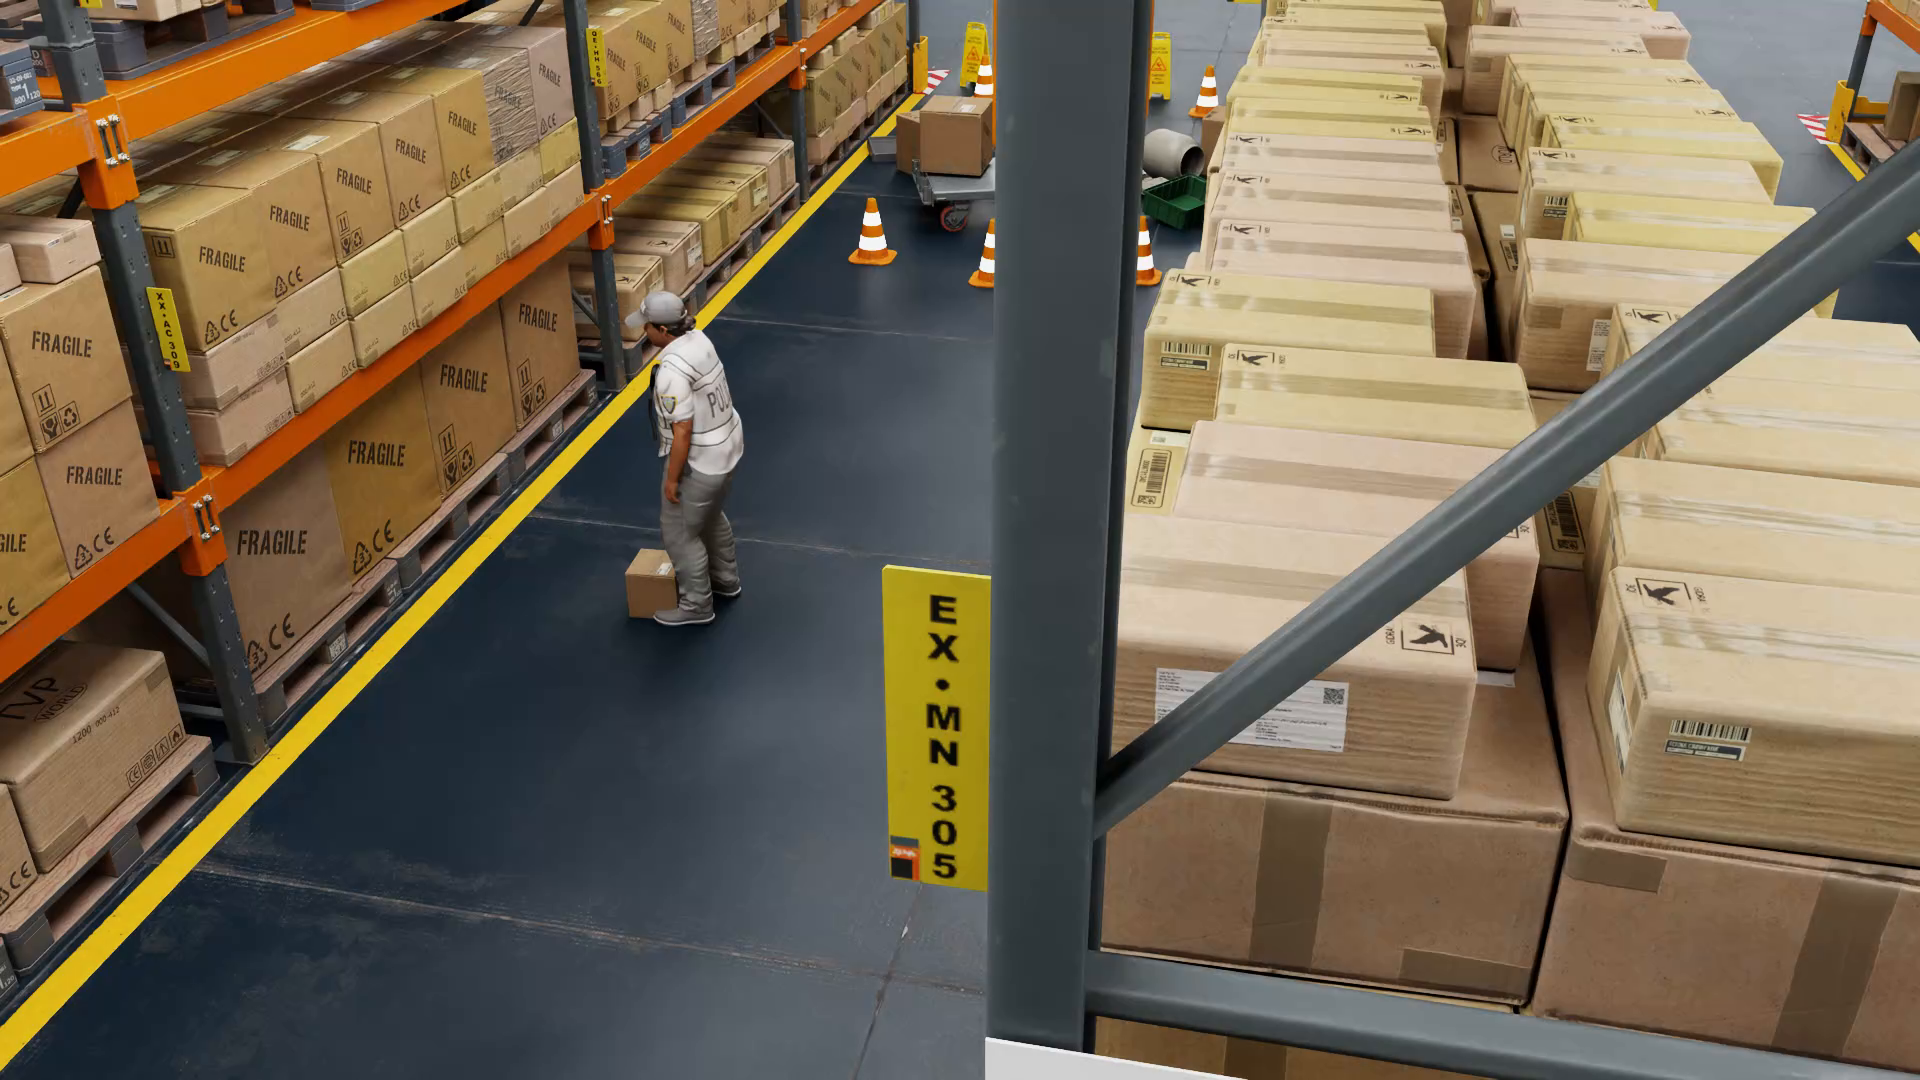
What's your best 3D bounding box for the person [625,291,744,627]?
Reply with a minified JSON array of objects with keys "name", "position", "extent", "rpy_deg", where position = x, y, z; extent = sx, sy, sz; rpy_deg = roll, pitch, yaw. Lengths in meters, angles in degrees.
[{"name":"person","position":[-1.271,-0.387,7.817],"extent":[0.459,1.666,0.537],"rpy_deg":[6,29,10]}]
